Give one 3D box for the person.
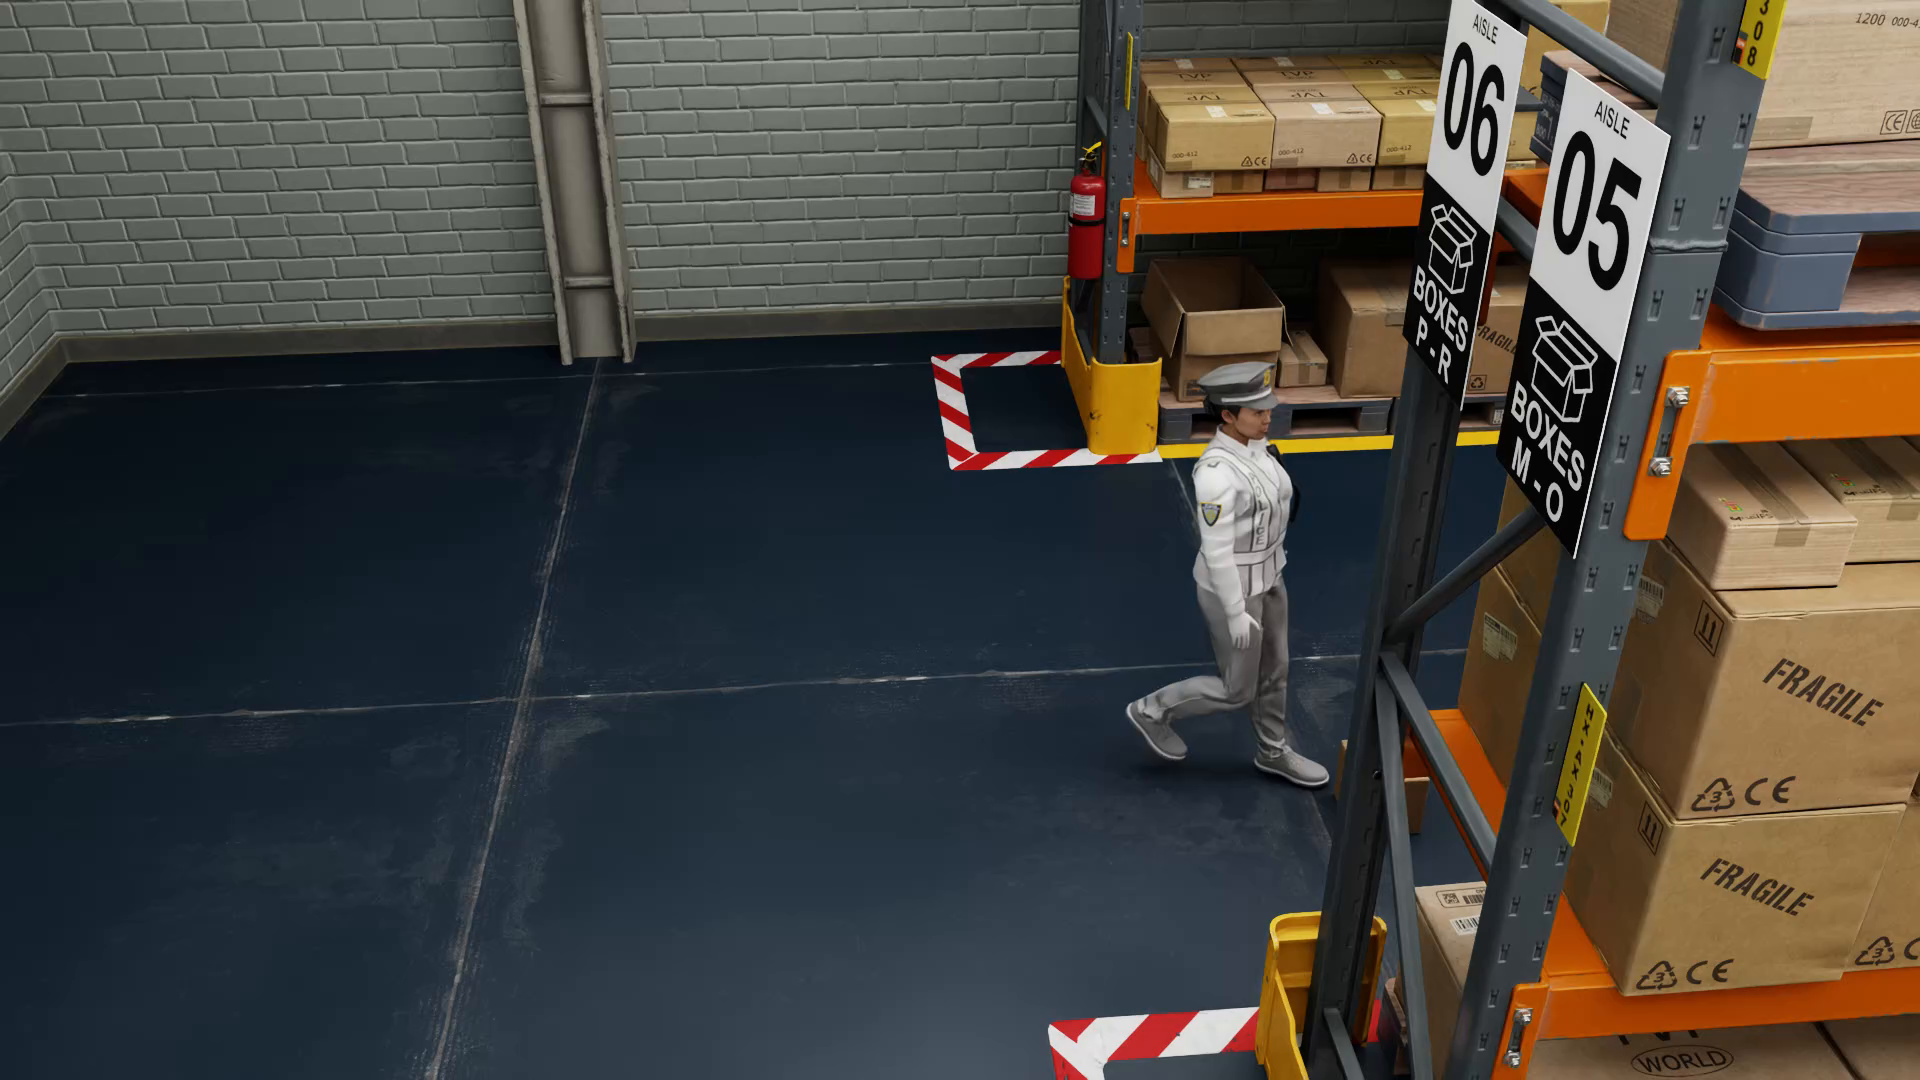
[{"bbox_3d":[1.006,0.148,5.862,0.745,1.661,0.502,16,35,24],"label":"person"}]
